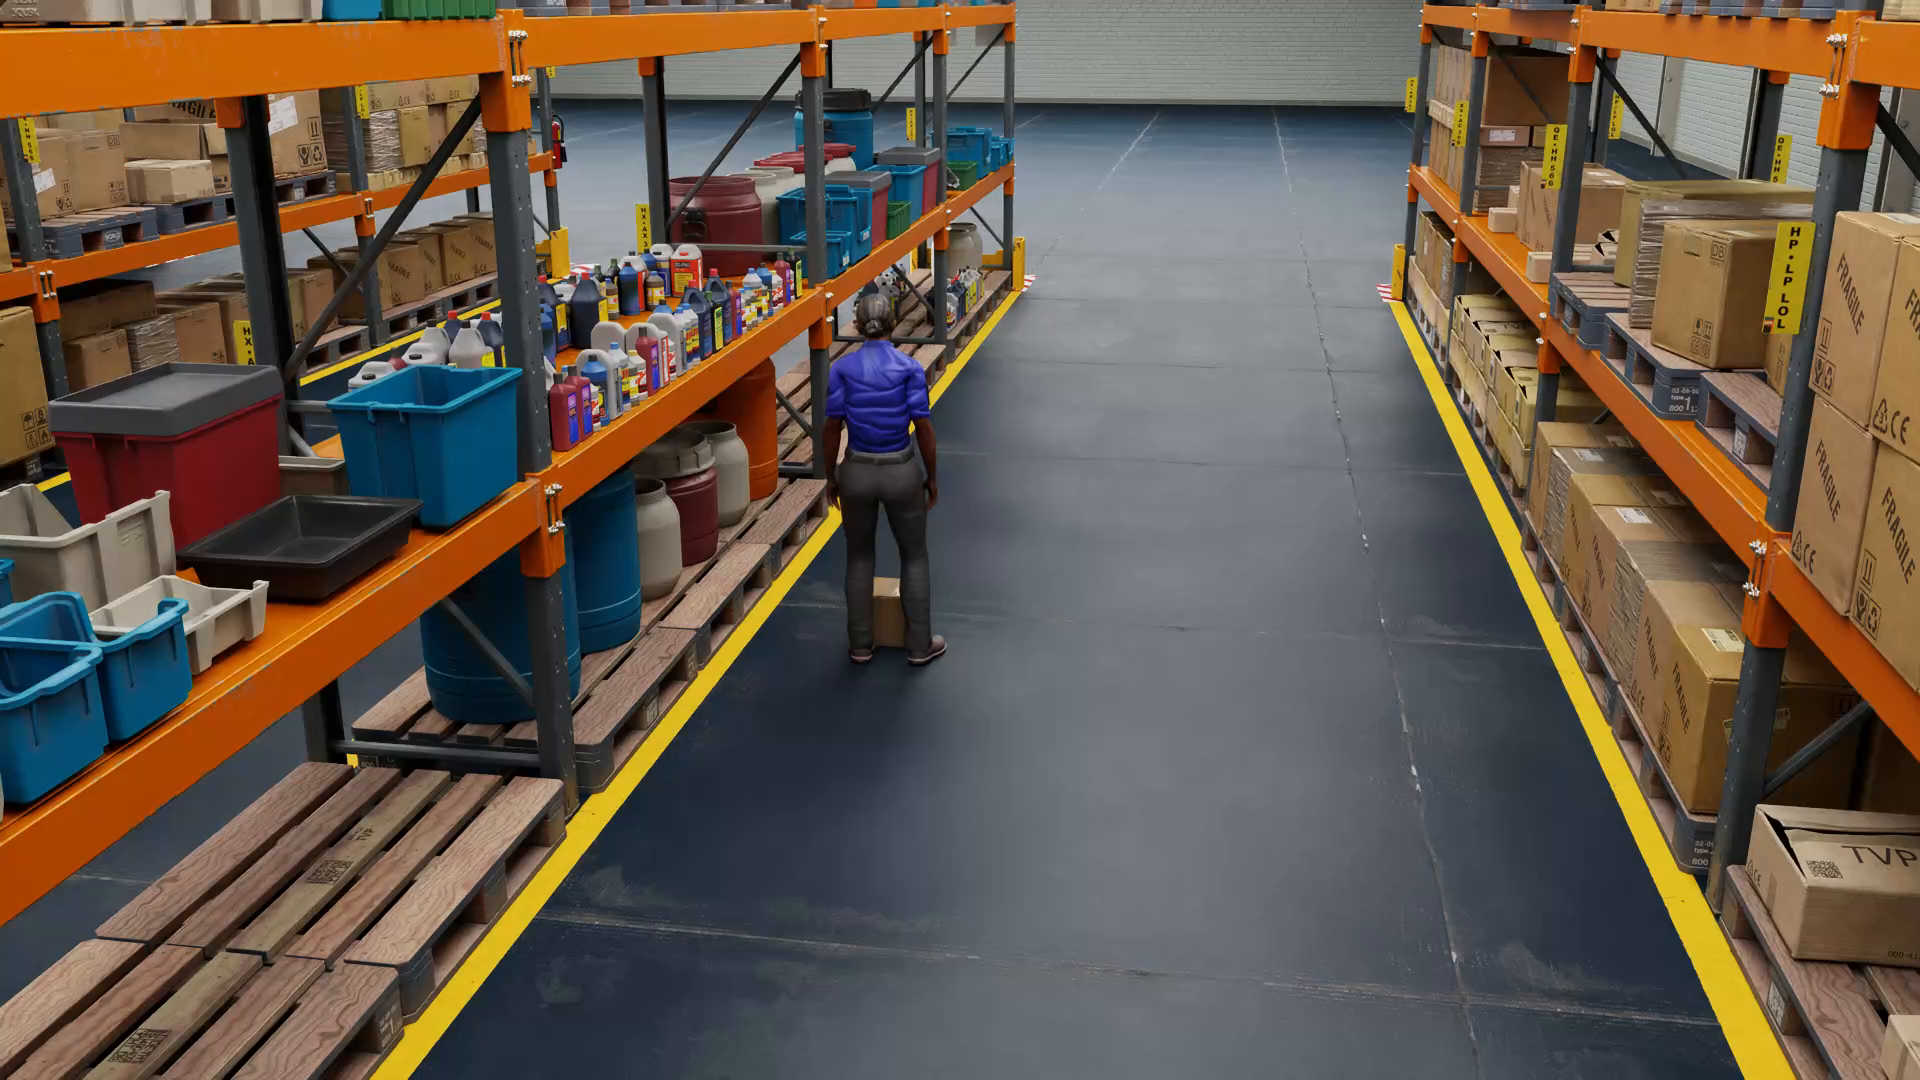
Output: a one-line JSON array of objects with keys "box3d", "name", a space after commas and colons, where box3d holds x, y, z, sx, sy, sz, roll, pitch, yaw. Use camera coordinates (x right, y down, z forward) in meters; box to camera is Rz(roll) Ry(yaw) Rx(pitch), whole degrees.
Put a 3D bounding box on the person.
[{"box3d": [-0.336, -0.257, 7.353, 0.533, 1.656, 0.346, 2, 18, 5], "name": "person"}]
